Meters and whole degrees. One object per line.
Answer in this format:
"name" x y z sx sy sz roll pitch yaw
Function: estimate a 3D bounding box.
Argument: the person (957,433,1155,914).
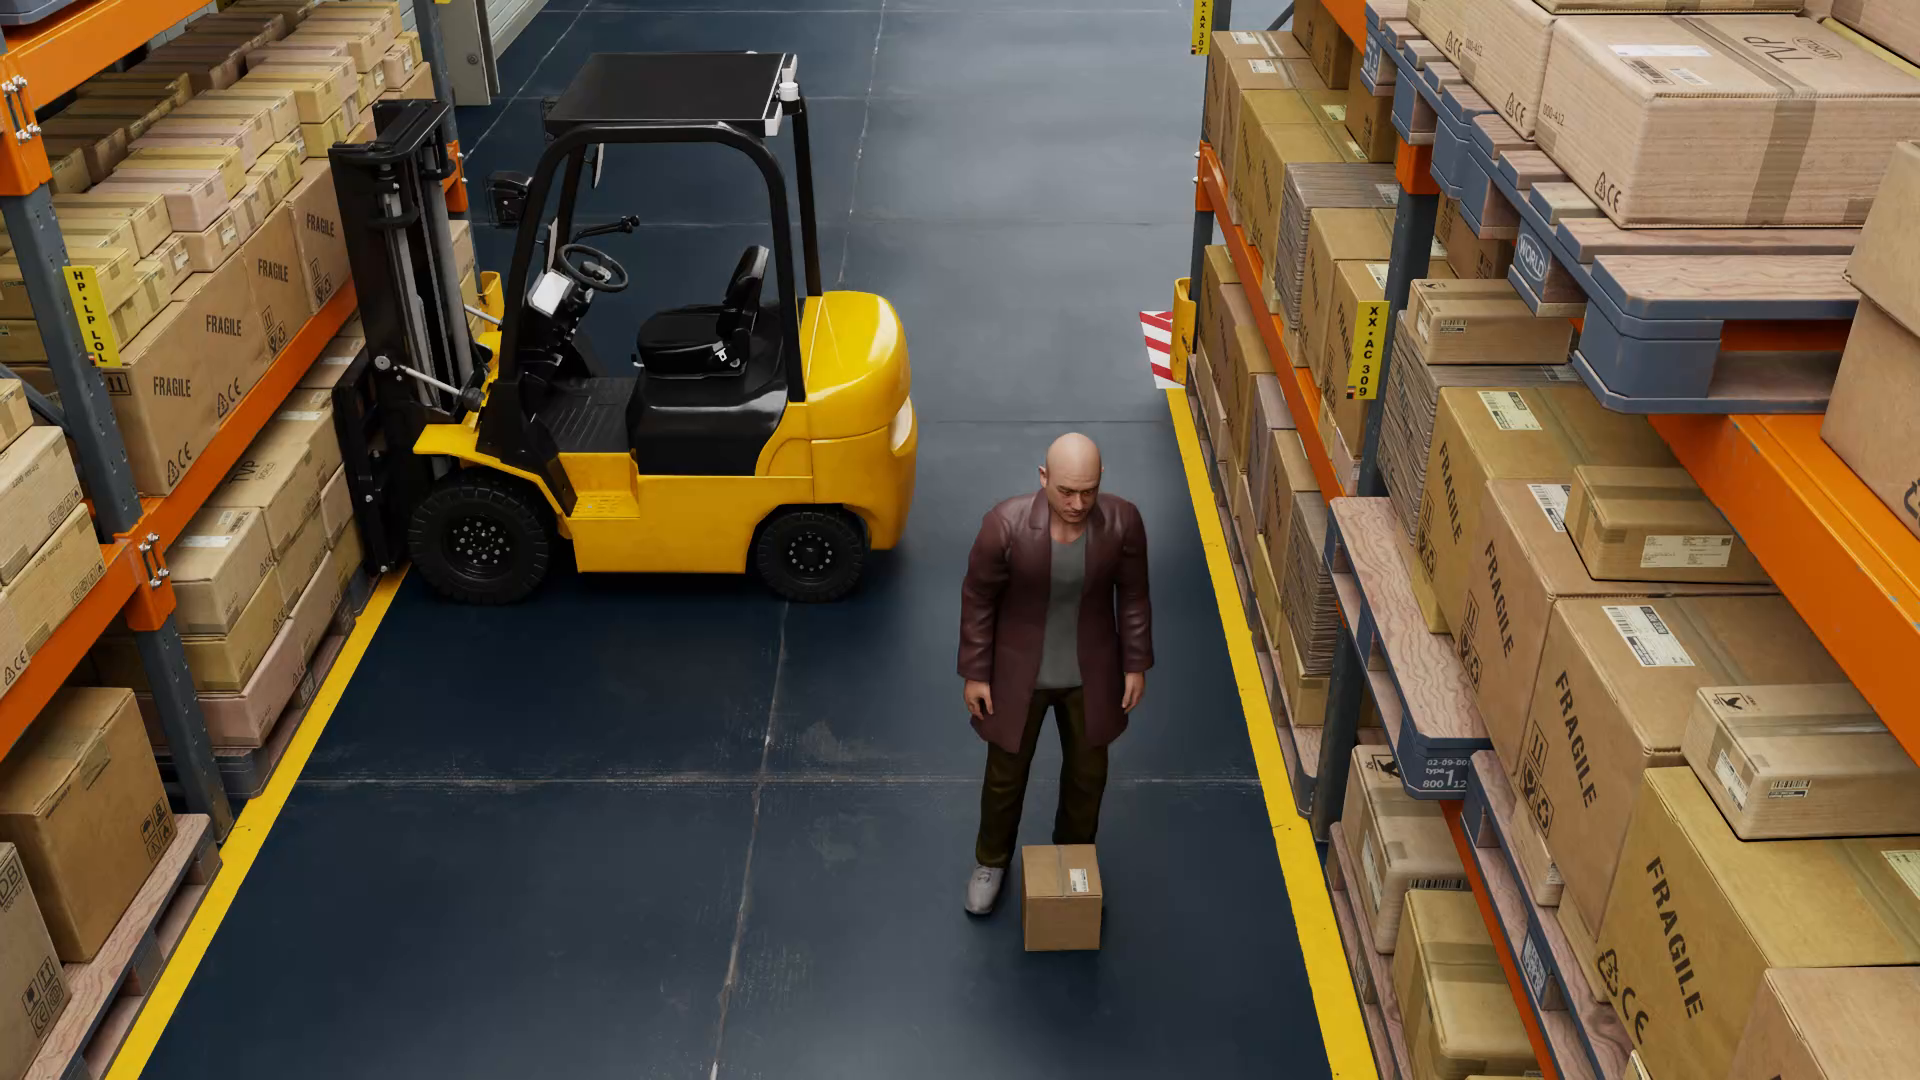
"person" 0.313 0.433 5.431 0.651 1.773 0.431 -3 31 -4
